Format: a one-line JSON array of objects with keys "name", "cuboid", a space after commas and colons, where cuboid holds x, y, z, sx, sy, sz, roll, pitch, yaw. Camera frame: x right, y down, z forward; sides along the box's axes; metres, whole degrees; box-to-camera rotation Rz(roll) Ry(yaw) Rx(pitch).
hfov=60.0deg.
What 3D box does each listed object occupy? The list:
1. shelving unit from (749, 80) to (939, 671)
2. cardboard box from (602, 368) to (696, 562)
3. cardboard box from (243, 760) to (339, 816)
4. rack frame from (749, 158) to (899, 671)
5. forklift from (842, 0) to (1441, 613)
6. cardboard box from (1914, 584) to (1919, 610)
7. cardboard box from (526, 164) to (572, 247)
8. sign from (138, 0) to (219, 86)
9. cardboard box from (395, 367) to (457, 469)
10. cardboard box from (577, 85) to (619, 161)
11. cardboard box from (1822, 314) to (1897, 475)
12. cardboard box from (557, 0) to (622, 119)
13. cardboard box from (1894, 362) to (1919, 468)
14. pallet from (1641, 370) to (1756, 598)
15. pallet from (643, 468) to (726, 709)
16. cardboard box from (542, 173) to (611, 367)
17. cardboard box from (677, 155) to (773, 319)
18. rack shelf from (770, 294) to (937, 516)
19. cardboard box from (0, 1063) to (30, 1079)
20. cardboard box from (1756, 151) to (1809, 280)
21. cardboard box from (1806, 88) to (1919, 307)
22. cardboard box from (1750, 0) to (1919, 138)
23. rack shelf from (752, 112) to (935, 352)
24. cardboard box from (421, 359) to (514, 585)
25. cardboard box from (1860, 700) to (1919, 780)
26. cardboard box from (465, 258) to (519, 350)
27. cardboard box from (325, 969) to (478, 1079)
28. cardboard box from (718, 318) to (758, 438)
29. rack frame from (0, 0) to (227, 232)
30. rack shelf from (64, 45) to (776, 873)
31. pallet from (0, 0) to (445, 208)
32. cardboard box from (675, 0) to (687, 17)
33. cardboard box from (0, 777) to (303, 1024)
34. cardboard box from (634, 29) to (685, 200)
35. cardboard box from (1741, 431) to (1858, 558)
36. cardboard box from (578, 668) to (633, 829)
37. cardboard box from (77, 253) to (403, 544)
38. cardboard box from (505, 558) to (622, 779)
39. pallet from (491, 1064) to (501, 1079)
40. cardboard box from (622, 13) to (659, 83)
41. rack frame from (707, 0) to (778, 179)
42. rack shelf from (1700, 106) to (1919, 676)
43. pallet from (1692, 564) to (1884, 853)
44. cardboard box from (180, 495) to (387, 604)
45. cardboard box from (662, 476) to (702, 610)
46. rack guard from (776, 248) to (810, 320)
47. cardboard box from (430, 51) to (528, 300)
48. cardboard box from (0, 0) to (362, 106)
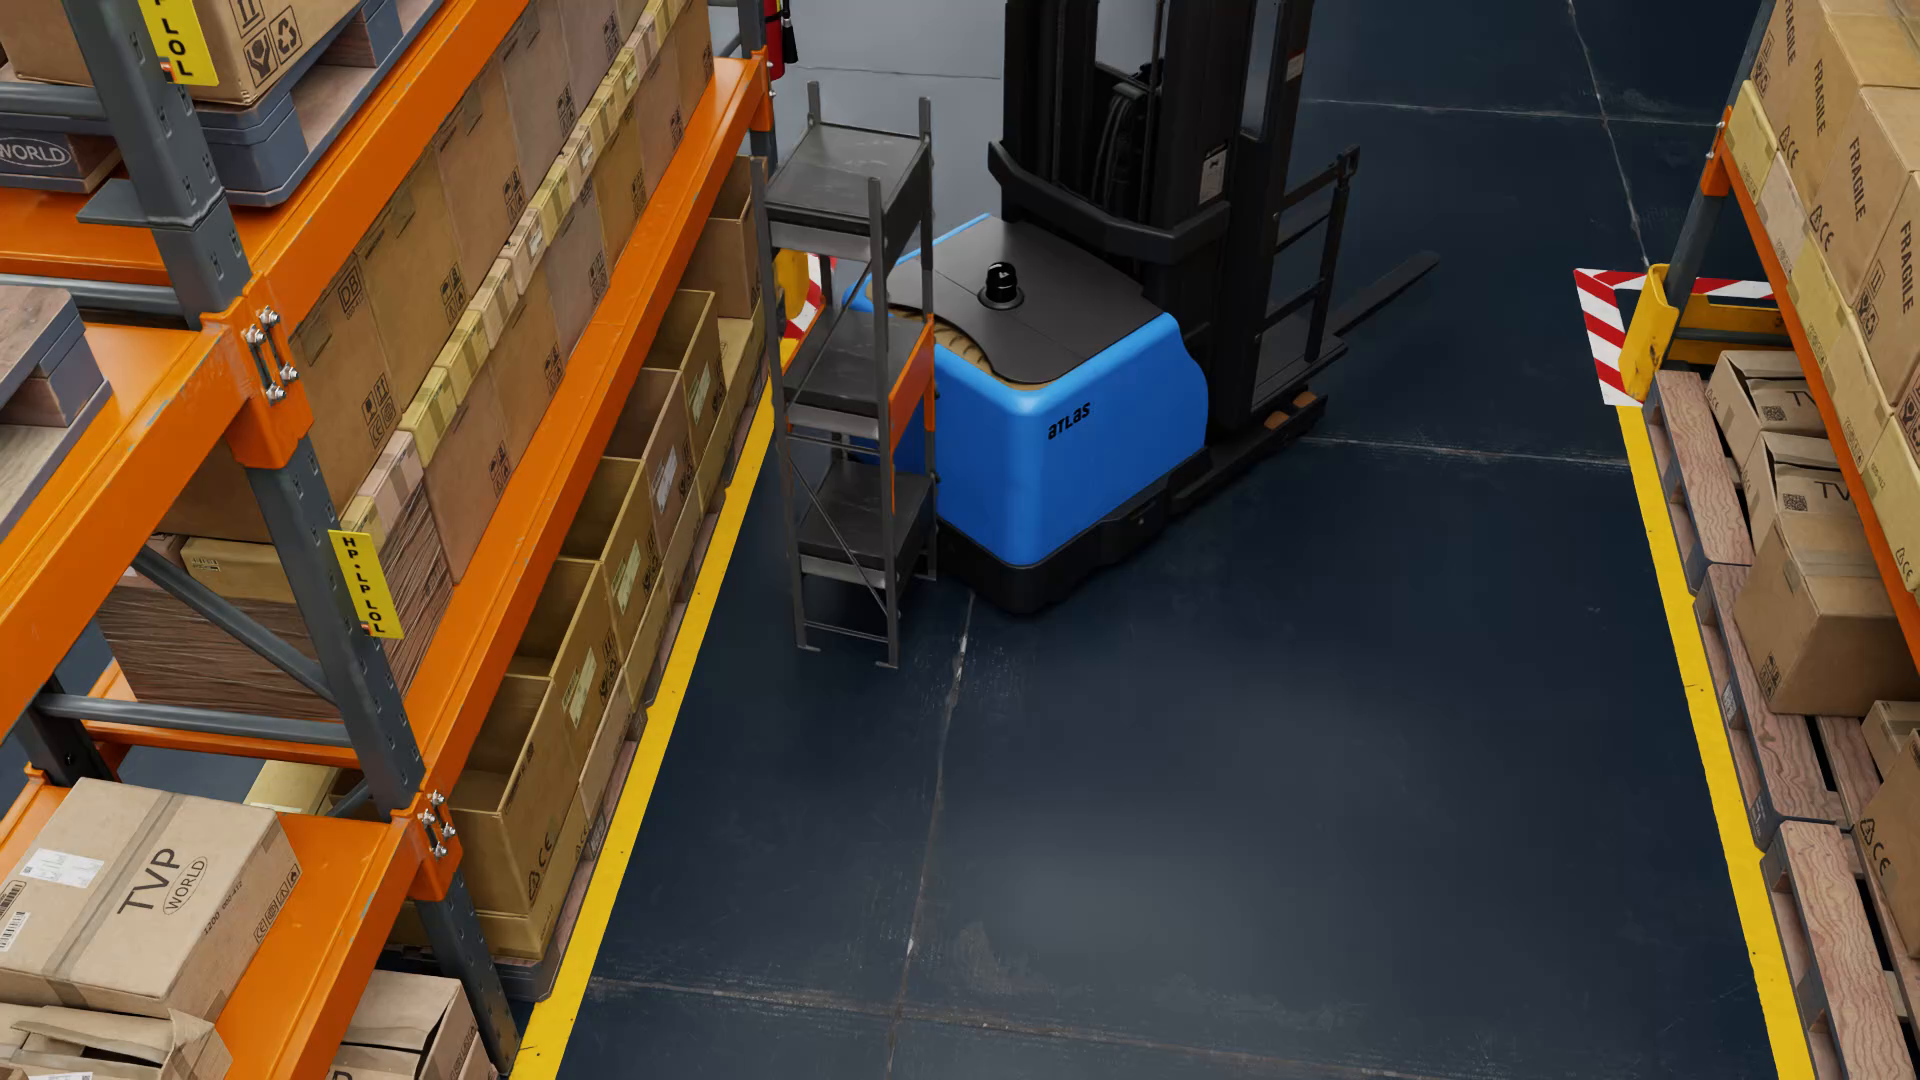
[{"name": "shelving unit", "cuboid": [-0.354, -0.478, 5.727, 0.431, 2.100, 0.503, 11, 45, 12]}, {"name": "cardboard box", "cuboid": [-1.285, -0.286, 6.019, 0.500, 0.500, 0.500, 5, 44, 6]}, {"name": "cardboard box", "cuboid": [-2.008, 0.961, 5.248, 0.500, 0.250, 0.500, 5, 44, 6]}, {"name": "rack frame", "cuboid": [-0.423, -0.317, 5.557, 0.400, 2.100, 0.015, 11, 45, 12]}, {"name": "forklift", "cuboid": [0.952, -1.684, 6.397, 3.031, 2.935, 1.130, -34, 53, -30]}, {"name": "cardboard box", "cuboid": [2.894, 0.256, 4.392, 0.500, 0.250, 0.500, 5, 44, 6]}, {"name": "cardboard box", "cuboid": [-1.424, -1.043, 5.125, 0.380, 0.149, 0.250, 5, 44, 5]}, {"name": "sign", "cuboid": [-1.314, -0.898, 2.730, 0.100, 0.325, 0.005, 5, 44, 6]}, {"name": "cardboard box", "cuboid": [-1.560, -0.334, 4.377, 0.380, 0.149, 0.250, 4, 44, 4]}, {"name": "cardboard box", "cuboid": [-1.355, -1.387, 5.489, 0.380, 0.149, 0.250, 6, 44, 7]}, {"name": "cardboard box", "cuboid": [3.011, -0.431, 5.118, 0.500, 0.250, 0.500, 6, 44, 6]}, {"name": "cardboard box", "cuboid": [-1.535, -1.727, 5.376, 0.700, 0.500, 0.500, 5, 44, 6]}, {"name": "cardboard box", "cuboid": [2.951, -0.360, 4.498, 0.500, 0.500, 0.500, 4, 44, 4]}, {"name": "pallet", "cuboid": [3.434, -0.213, 6.821, 1.003, 0.211, 1.213, 5, 44, 6]}, {"name": "pallet", "cuboid": [-1.547, 0.091, 6.500, 1.003, 0.211, 1.213, 5, 44, 6]}, {"name": "cardboard box", "cuboid": [-1.600, -0.939, 5.488, 0.700, 0.500, 0.500, 6, 44, 7]}, {"name": "cardboard box", "cuboid": [-1.100, -1.309, 7.100, 0.500, 0.500, 0.500, 5, 44, 6]}, {"name": "rack shelf", "cuboid": [-0.354, -0.468, 5.737, 0.431, 0.518, 0.480, 11, 45, 12]}, {"name": "cardboard box", "cuboid": [-2.040, 1.295, 3.128, 0.500, 0.500, 0.500, 8, 44, 9]}, {"name": "cardboard box", "cuboid": [3.153, -1.122, 5.847, 0.500, 0.250, 0.500, 4, 44, 4]}, {"name": "cardboard box", "cuboid": [3.076, -1.067, 5.245, 0.500, 0.500, 0.500, 4, 44, 4]}, {"name": "cardboard box", "cuboid": [3.226, -1.755, 5.971, 0.500, 0.500, 0.500, 5, 44, 6]}, {"name": "rack shelf", "cuboid": [-0.354, -0.976, 5.255, 0.431, 0.518, 0.480, 11, 45, 12]}, {"name": "cardboard box", "cuboid": [-1.737, -0.249, 4.758, 0.700, 0.500, 0.500, 5, 44, 5]}, {"name": "cardboard box", "cuboid": [3.289, 0.686, 5.598, 0.380, 0.149, 0.250, 2, 43, 2]}, {"name": "cardboard box", "cuboid": [-1.491, -0.683, 4.745, 0.380, 0.149, 0.250, 4, 44, 4]}, {"name": "cardboard box", "cuboid": [-1.622, 1.395, 4.382, 0.500, 0.311, 0.500, 5, 44, 6]}, {"name": "cardboard box", "cuboid": [-1.156, -0.695, 6.997, 0.500, 0.250, 0.500, 5, 44, 6]}, {"name": "rack frame", "cuboid": [-1.853, -1.728, 2.030, 1.000, 3.000, 0.127, 5, 44, 6]}, {"name": "rack shelf", "cuboid": [-1.588, -0.651, 5.779, 1.077, 0.370, 4.000, 5, 44, 6]}, {"name": "pallet", "cuboid": [-1.766, -1.190, 3.708, 1.003, 0.211, 1.213, 5, 44, 6]}, {"name": "cardboard box", "cuboid": [-1.219, -2.091, 6.232, 0.380, 0.149, 0.250, 6, 44, 7]}, {"name": "cardboard box", "cuboid": [-1.875, 0.845, 3.785, 0.500, 0.250, 0.500, 8, 44, 8]}, {"name": "cardboard box", "cuboid": [-1.463, -1.636, 6.224, 0.700, 0.500, 0.500, 6, 44, 7]}, {"name": "cardboard box", "cuboid": [3.331, -0.159, 6.372, 0.500, 0.311, 0.500, 9, 44, 9]}, {"name": "cardboard box", "cuboid": [-1.420, 0.668, 5.558, 0.500, 0.250, 0.500, 5, 44, 6]}, {"name": "cardboard box", "cuboid": [-1.800, -0.360, 3.932, 0.700, 0.500, 0.500, 5, 44, 6]}, {"name": "cardboard box", "cuboid": [-1.423, 0.395, 5.300, 0.500, 0.500, 0.500, 5, 44, 6]}, {"name": "pallet", "cuboid": [-1.912, 1.969, 4.517, 1.003, 0.211, 1.213, 5, 44, 6]}, {"name": "cardboard box", "cuboid": [-1.288, -1.746, 5.867, 0.380, 0.149, 0.250, 6, 44, 6]}, {"name": "rack frame", "cuboid": [-1.324, -2.275, 6.971, 1.000, 3.000, 0.127, 5, 44, 6]}, {"name": "rack shelf", "cuboid": [3.322, -0.203, 5.306, 1.077, 0.370, 4.000, 5, 44, 6]}, {"name": "pallet", "cuboid": [3.271, 0.616, 5.946, 1.003, 0.211, 1.213, 5, 44, 6]}, {"name": "cardboard box", "cuboid": [-1.625, 0.013, 4.010, 0.380, 0.149, 0.250, 5, 44, 5]}, {"name": "cardboard box", "cuboid": [-1.288, -0.014, 6.277, 0.500, 0.250, 0.500, 5, 44, 6]}, {"name": "rack guard", "cuboid": [-1.321, -1.384, 7.848, 1.175, 0.500, 0.348, 5, 44, 6]}, {"name": "cardboard box", "cuboid": [-1.668, -1.045, 4.656, 0.700, 0.500, 0.500, 5, 44, 5]}, {"name": "cardboard box", "cuboid": [-1.525, -1.198, 3.171, 0.500, 0.500, 0.500, 9, 44, 9]}]
